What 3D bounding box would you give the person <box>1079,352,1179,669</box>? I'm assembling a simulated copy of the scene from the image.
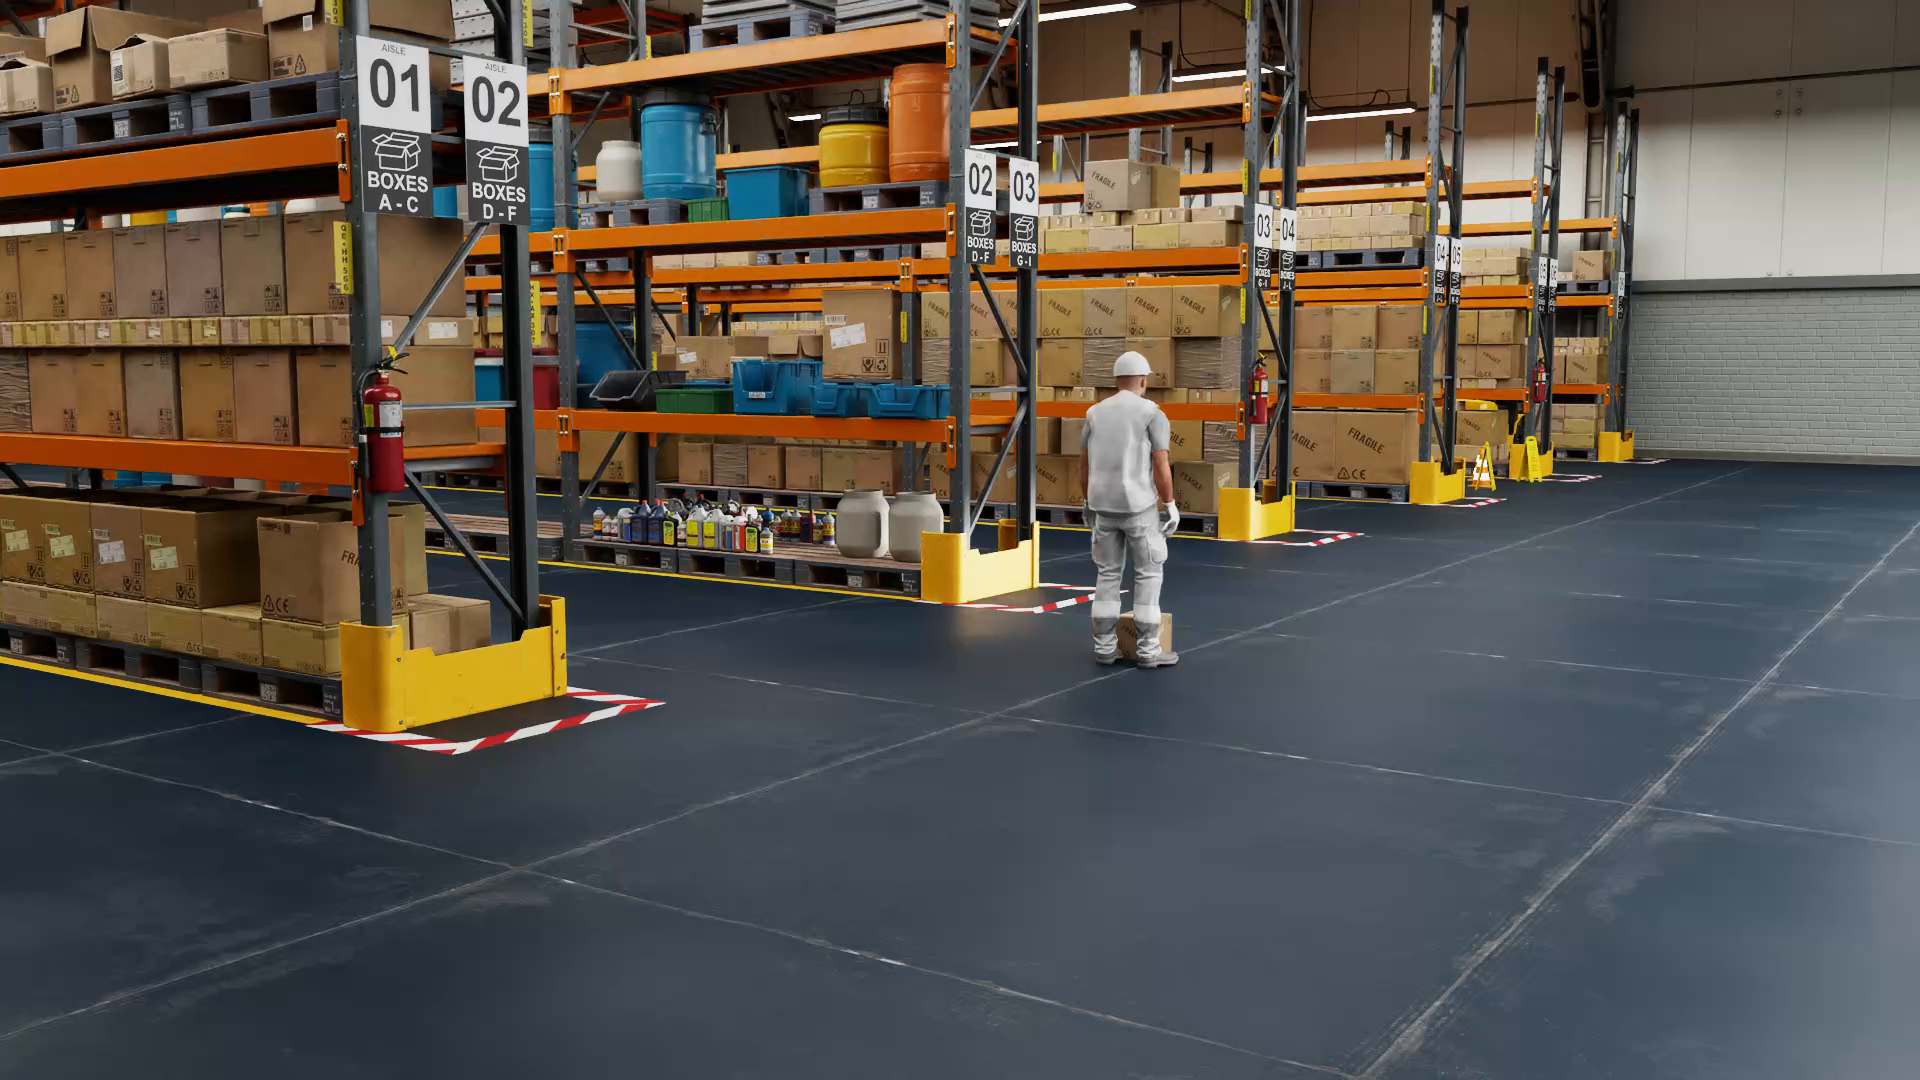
[{"bbox_3d":[0.960,-0.176,9.453,0.609,1.779,0.449,4,7,34],"label":"person"}]
